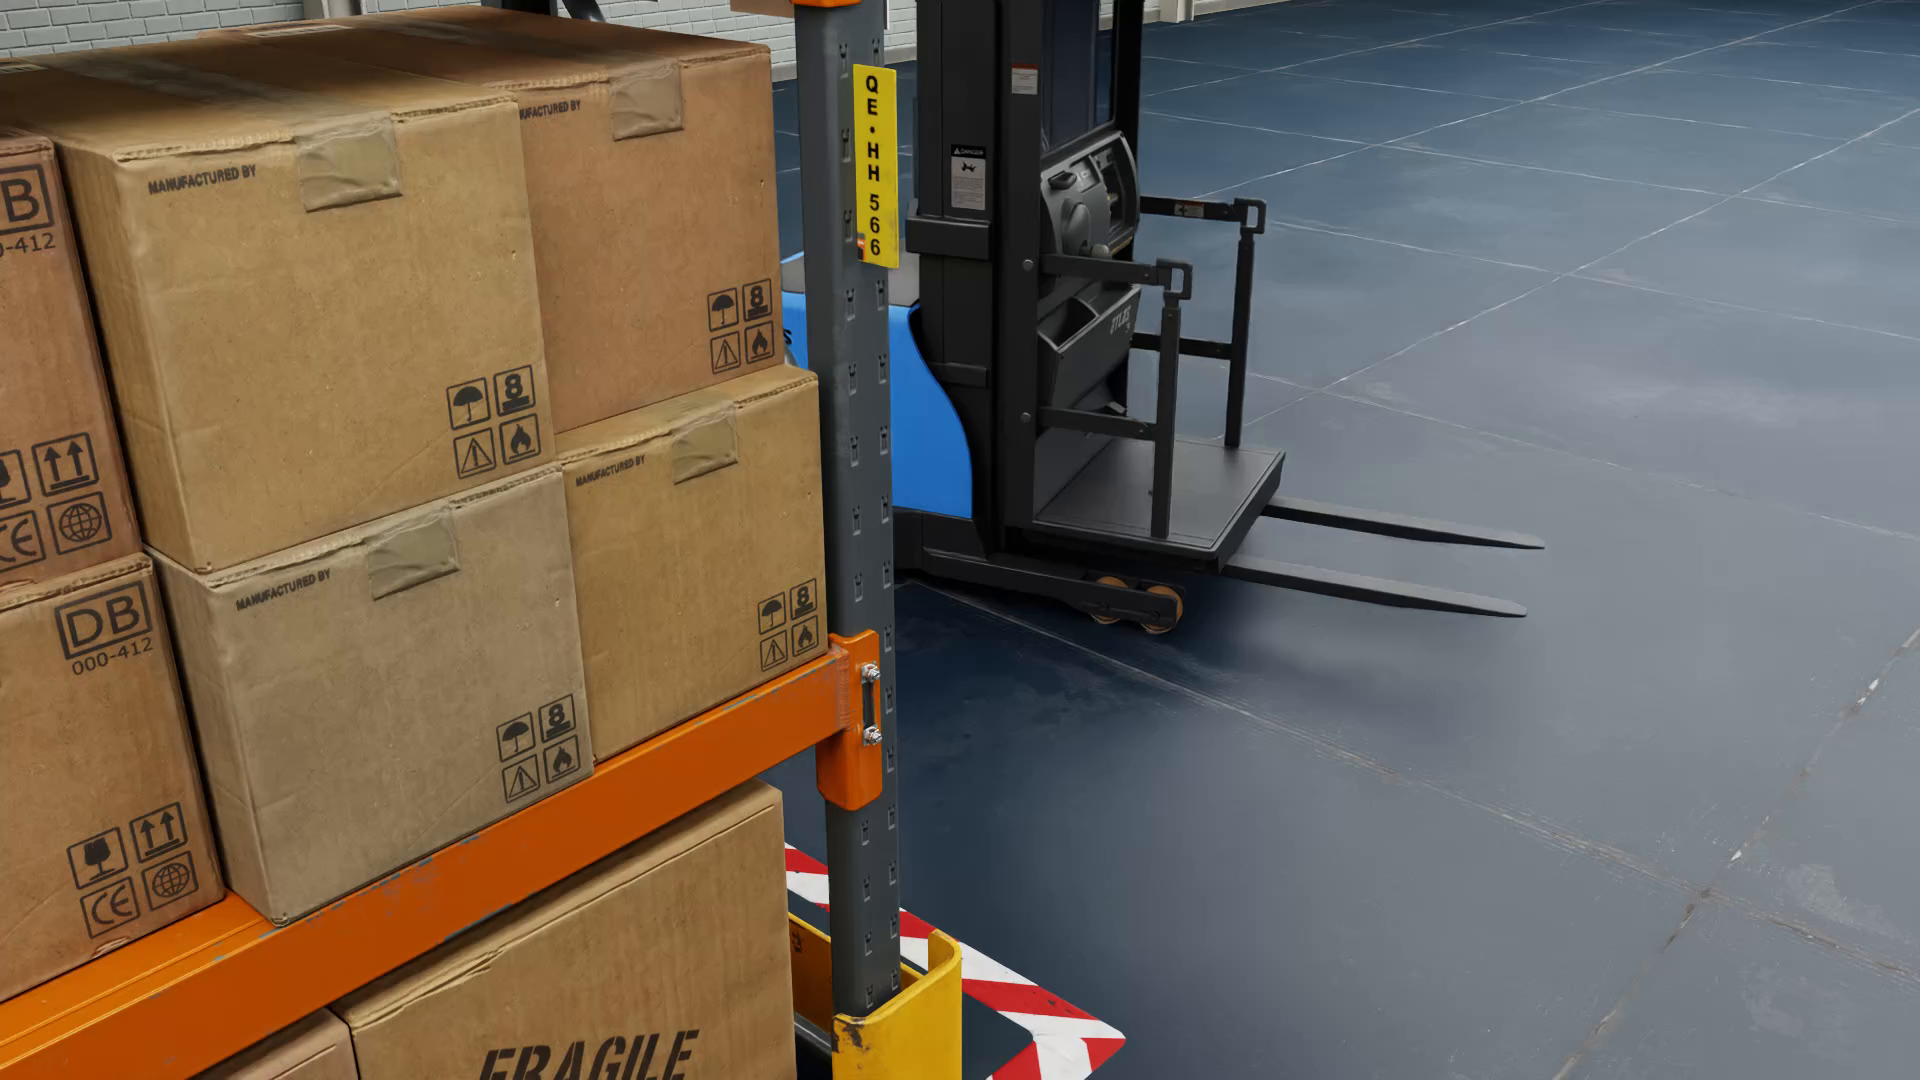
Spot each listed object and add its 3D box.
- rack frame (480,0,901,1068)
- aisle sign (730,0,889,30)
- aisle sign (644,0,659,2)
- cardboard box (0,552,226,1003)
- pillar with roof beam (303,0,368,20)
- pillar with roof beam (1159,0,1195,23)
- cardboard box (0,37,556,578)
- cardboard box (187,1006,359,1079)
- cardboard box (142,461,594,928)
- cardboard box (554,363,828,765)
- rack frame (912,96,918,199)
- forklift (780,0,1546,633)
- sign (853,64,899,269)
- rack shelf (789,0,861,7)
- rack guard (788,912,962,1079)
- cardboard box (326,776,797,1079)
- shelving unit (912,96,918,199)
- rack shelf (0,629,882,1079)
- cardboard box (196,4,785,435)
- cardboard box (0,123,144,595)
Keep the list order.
[{"bbox_3d":[-0.536,-0.132,3.378,1.000,3.000,0.127,20,31,38],"label":"rack frame"},{"bbox_3d":[-0.265,-1.258,2.712,0.394,0.787,0.004,20,31,38],"label":"aisle sign"},{"bbox_3d":[-0.712,-1.422,3.077,0.394,0.787,0.004,20,31,38],"label":"aisle sign"},{"bbox_3d":[-1.568,0.235,2.376,0.875,0.550,0.550,20,31,38],"label":"cardboard box"},{"bbox_3d":[-1.914,-6.231,9.648,9.100,9.000,0.400,20,31,38],"label":"pillar with roof beam"},{"bbox_3d":[6.095,-9.887,17.802,9.100,9.000,0.400,20,31,38],"label":"pillar with roof beam"},{"bbox_3d":[-1.111,-0.398,2.468,0.875,0.550,0.550,20,31,38],"label":"cardboard box"},{"bbox_3d":[-1.525,1.139,2.626,0.875,0.875,0.875,20,31,37],"label":"cardboard box"},{"bbox_3d":[-1.100,0.099,2.680,0.875,0.550,0.550,20,31,38],"label":"cardboard box"},{"bbox_3d":[-0.750,-0.075,3.068,0.875,0.550,0.550,20,31,38],"label":"cardboard box"},{"bbox_3d":[-0.068,-1.267,7.742,0.032,1.500,0.500,-15,28,-30],"label":"rack frame"},{"bbox_3d":[0.661,-1.249,5.952,3.031,2.935,1.130,10,26,21],"label":"forklift"},{"bbox_3d":[-0.141,-0.616,2.753,0.100,0.325,0.005,20,31,38],"label":"sign"},{"bbox_3d":[-1.871,-0.563,1.552,1.077,0.370,4.000,20,31,38],"label":"rack shelf"},{"bbox_3d":[-0.520,1.001,3.906,1.175,0.500,0.348,20,31,38],"label":"rack guard"},{"bbox_3d":[-0.939,0.871,3.226,0.875,0.875,0.875,20,31,38],"label":"cardboard box"},{"bbox_3d":[-0.491,-1.151,7.484,1.048,1.500,0.538,-15,28,-30],"label":"shelving unit"},{"bbox_3d":[-1.871,0.806,2.166,1.077,0.370,4.000,20,31,38],"label":"rack shelf"},{"bbox_3d":[-0.812,-0.591,2.898,0.875,0.550,0.550,20,31,38],"label":"cardboard box"},{"bbox_3d":[-1.586,-0.264,2.170,0.875,0.550,0.550,20,31,38],"label":"cardboard box"}]
